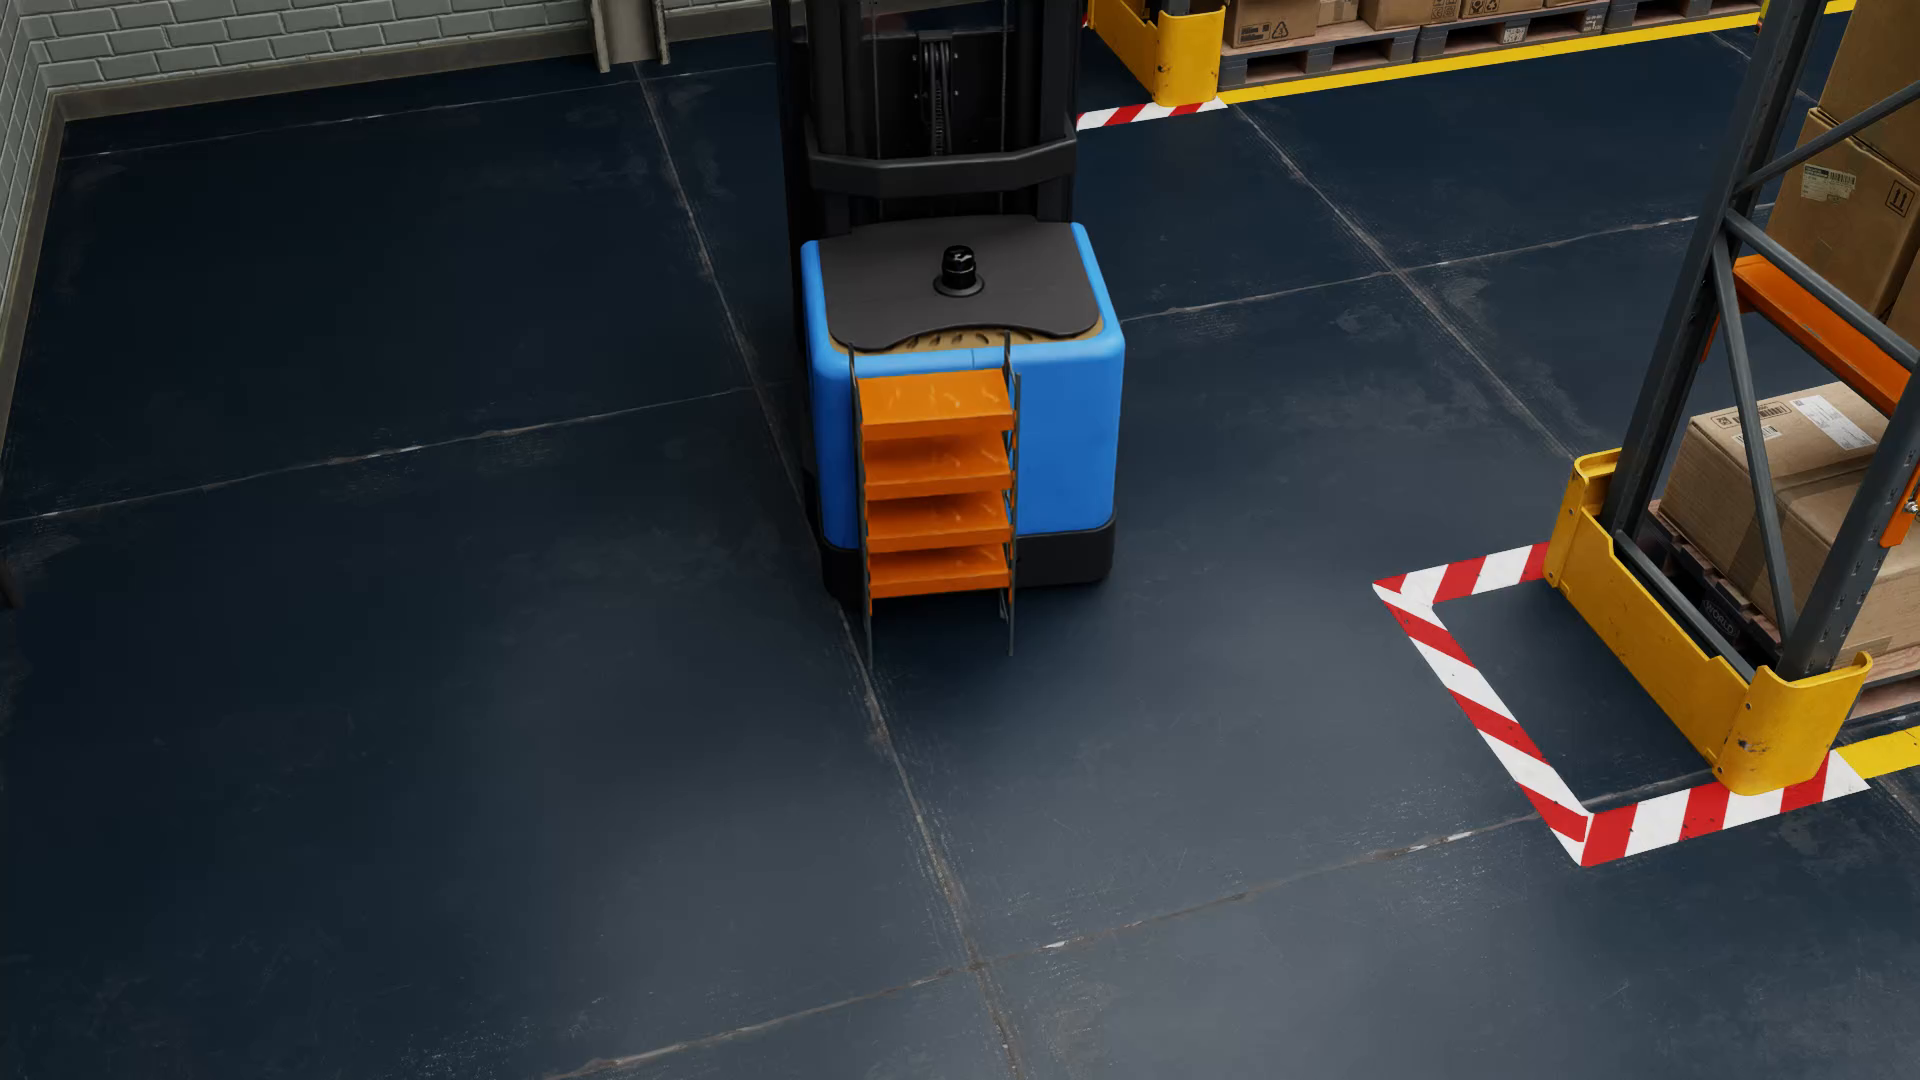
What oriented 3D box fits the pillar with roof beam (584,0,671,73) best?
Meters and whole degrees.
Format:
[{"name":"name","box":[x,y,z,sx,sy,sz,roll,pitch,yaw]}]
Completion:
[{"name":"pillar with roof beam","box":[-0.560,-3.410,3.314,0.400,9.000,9.100,-12,42,-13]}]

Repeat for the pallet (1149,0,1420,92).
[{"name":"pallet","box":[1.822,-2.943,9.458,1.213,0.211,1.003,-12,42,-13]}]

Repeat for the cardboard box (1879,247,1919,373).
[{"name":"cardboard box","box":[3.028,-0.658,4.647,0.500,0.500,0.500,-12,43,-13]}]

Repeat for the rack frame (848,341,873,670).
[{"name":"rack frame","box":[-0.322,-0.083,5.432,0.015,1.200,0.240,-5,41,-6]}]

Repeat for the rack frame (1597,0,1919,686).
[{"name":"rack frame","box":[2.484,-0.706,4.778,0.127,3.000,1.000,-12,42,-13]}]

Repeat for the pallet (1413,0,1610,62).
[{"name":"pallet","box":[2.984,-3.182,9.731,1.213,0.211,1.003,-12,42,-13]}]

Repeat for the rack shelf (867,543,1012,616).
[{"name":"rack shelf","box":[-0.080,0.097,5.631,0.480,0.148,0.258,-5,41,-6]}]

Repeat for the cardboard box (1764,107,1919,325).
[{"name":"cardboard box","box":[2.864,-1.005,5.044,0.500,0.500,0.500,-11,42,-13]}]

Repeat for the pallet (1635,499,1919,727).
[{"name":"pallet","box":[3.223,0.137,5.932,1.213,0.211,1.003,-12,42,-13]}]

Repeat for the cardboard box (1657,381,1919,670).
[{"name":"cardboard box","box":[3.083,-0.092,5.704,0.875,0.438,0.875,-13,43,-15]}]

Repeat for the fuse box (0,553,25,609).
[{"name":"fuse box","box":[-3.379,-0.438,5.451,0.414,1.711,0.539,-12,42,-13]}]

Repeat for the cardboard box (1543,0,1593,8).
[{"name":"cardboard box","box":[3.418,-3.448,9.497,0.500,0.500,0.700,-13,43,-15]}]

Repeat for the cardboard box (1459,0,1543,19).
[{"name":"cardboard box","box":[2.963,-3.284,9.310,0.500,0.500,0.500,-11,42,-12]}]

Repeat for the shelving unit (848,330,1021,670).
[{"name":"shelving unit","box":[-0.080,-0.103,5.456,0.503,1.200,0.258,-5,41,-6]}]

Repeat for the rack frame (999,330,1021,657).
[{"name":"rack frame","box":[0.162,-0.123,5.479,0.015,1.200,0.240,-5,41,-6]}]

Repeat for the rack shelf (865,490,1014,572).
[{"name":"rack shelf","box":[-0.080,-0.052,5.500,0.480,0.148,0.258,-5,41,-6]}]

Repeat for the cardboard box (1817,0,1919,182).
[{"name":"cardboard box","box":[2.872,-1.365,4.696,0.500,0.500,0.500,-10,42,-12]}]

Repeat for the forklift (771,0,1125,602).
[{"name":"forklift","box":[-0.146,-1.852,6.143,1.130,2.935,3.031,-5,41,-6]}]

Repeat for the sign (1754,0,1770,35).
[{"name":"sign","box":[2.334,-1.574,4.712,0.005,0.325,0.100,-12,42,-13]}]

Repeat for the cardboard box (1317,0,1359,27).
[{"name":"cardboard box","box":[2.018,-3.025,9.281,0.250,0.149,0.380,-13,43,-15]}]

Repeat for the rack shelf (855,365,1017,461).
[{"name":"rack shelf","box":[-0.080,-0.399,5.197,0.480,0.148,0.258,-5,41,-6]}]

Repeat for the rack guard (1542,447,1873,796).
[{"name":"rack guard","box":[2.461,0.240,5.595,0.348,0.500,1.175,-12,42,-13]}]

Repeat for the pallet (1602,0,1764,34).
[{"name":"pallet","box":[4.149,-3.425,10.010,1.213,0.211,1.003,-12,42,-13]}]

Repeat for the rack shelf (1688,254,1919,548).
[{"name":"rack shelf","box":[4.392,-0.830,5.467,4.000,0.370,1.077,-12,42,-13]}]

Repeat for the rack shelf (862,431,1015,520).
[{"name":"rack shelf","box":[-0.080,-0.221,5.353,0.480,0.148,0.258,-5,41,-6]}]

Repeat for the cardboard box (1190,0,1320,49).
[{"name":"cardboard box","box":[1.601,-3.099,9.096,0.637,0.503,0.797,-13,43,-15]}]

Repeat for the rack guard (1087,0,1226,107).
[{"name":"rack guard","box":[1.062,-2.894,9.182,0.348,0.500,1.175,-12,42,-13]}]

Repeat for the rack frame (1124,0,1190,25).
[{"name":"rack frame","box":[0.989,-3.820,8.342,0.127,3.000,1.000,-12,42,-13]}]

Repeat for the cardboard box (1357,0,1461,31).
[{"name":"cardboard box","box":[2.428,-3.243,9.262,0.500,0.500,0.700,-10,42,-11]}]
